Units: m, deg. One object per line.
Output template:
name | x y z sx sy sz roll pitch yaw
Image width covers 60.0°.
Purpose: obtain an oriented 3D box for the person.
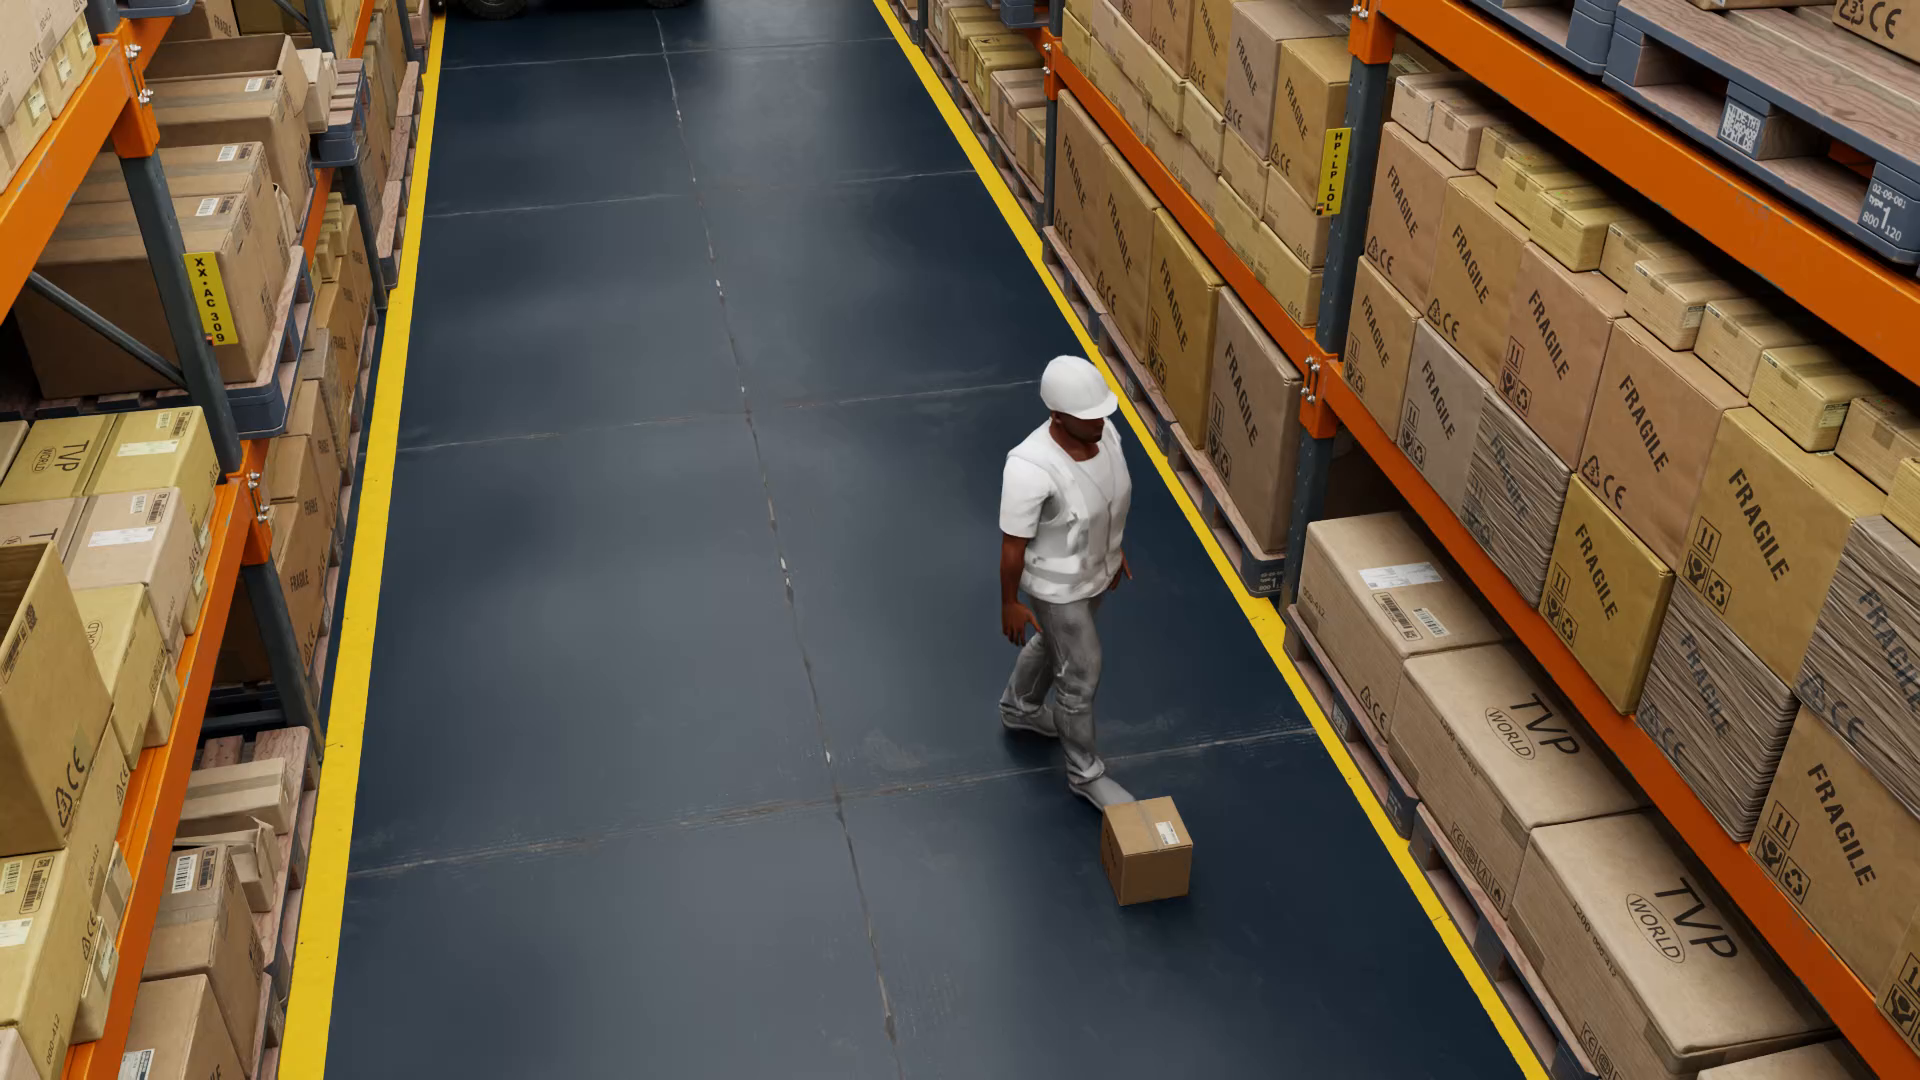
person | 0.429 0.138 5.912 0.703 1.764 0.575 21 39 28
